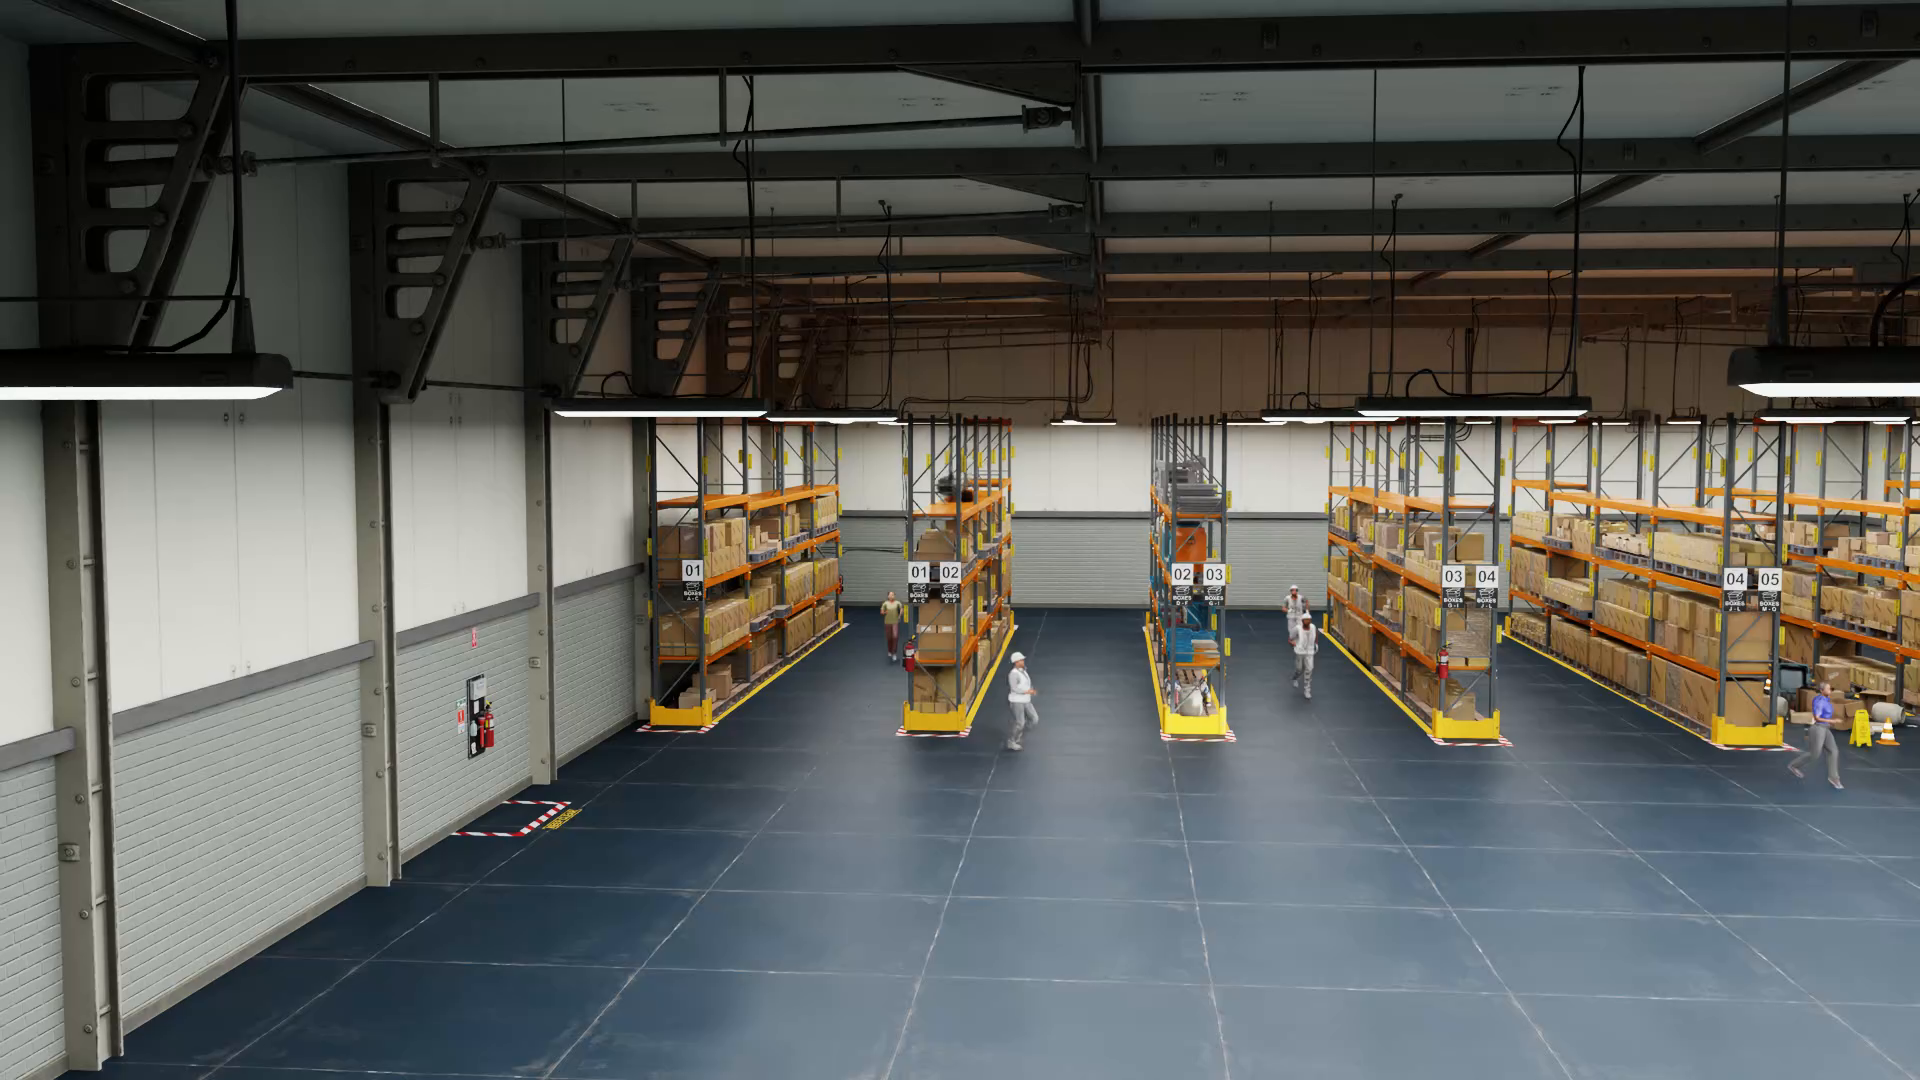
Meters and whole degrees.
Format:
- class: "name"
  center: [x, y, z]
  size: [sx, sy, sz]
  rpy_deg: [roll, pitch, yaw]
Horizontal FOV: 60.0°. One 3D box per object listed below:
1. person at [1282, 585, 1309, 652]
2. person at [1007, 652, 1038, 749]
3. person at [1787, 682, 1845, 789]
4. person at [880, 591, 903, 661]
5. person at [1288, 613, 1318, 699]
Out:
- class: "person"
  center: [8.535, 2.008, 42.255]
  size: [0.707, 1.728, 0.657]
  rpy_deg: [0, 4, 5]
- class: "person"
  center: [1.116, 2.858, 29.561]
  size: [0.603, 1.732, 0.643]
  rpy_deg: [2, 4, 28]
- class: "person"
  center: [13.759, 3.121, 26.691]
  size: [0.606, 1.716, 0.874]
  rpy_deg: [-4, 5, -45]
- class: "person"
  center: [-1.697, 2.106, 41.205]
  size: [0.562, 1.714, 0.728]
  rpy_deg: [0, 4, -1]
- class: "person"
  center: [7.355, 2.440, 35.593]
  size: [0.707, 1.773, 1.028]
  rpy_deg: [-1, 4, -9]
